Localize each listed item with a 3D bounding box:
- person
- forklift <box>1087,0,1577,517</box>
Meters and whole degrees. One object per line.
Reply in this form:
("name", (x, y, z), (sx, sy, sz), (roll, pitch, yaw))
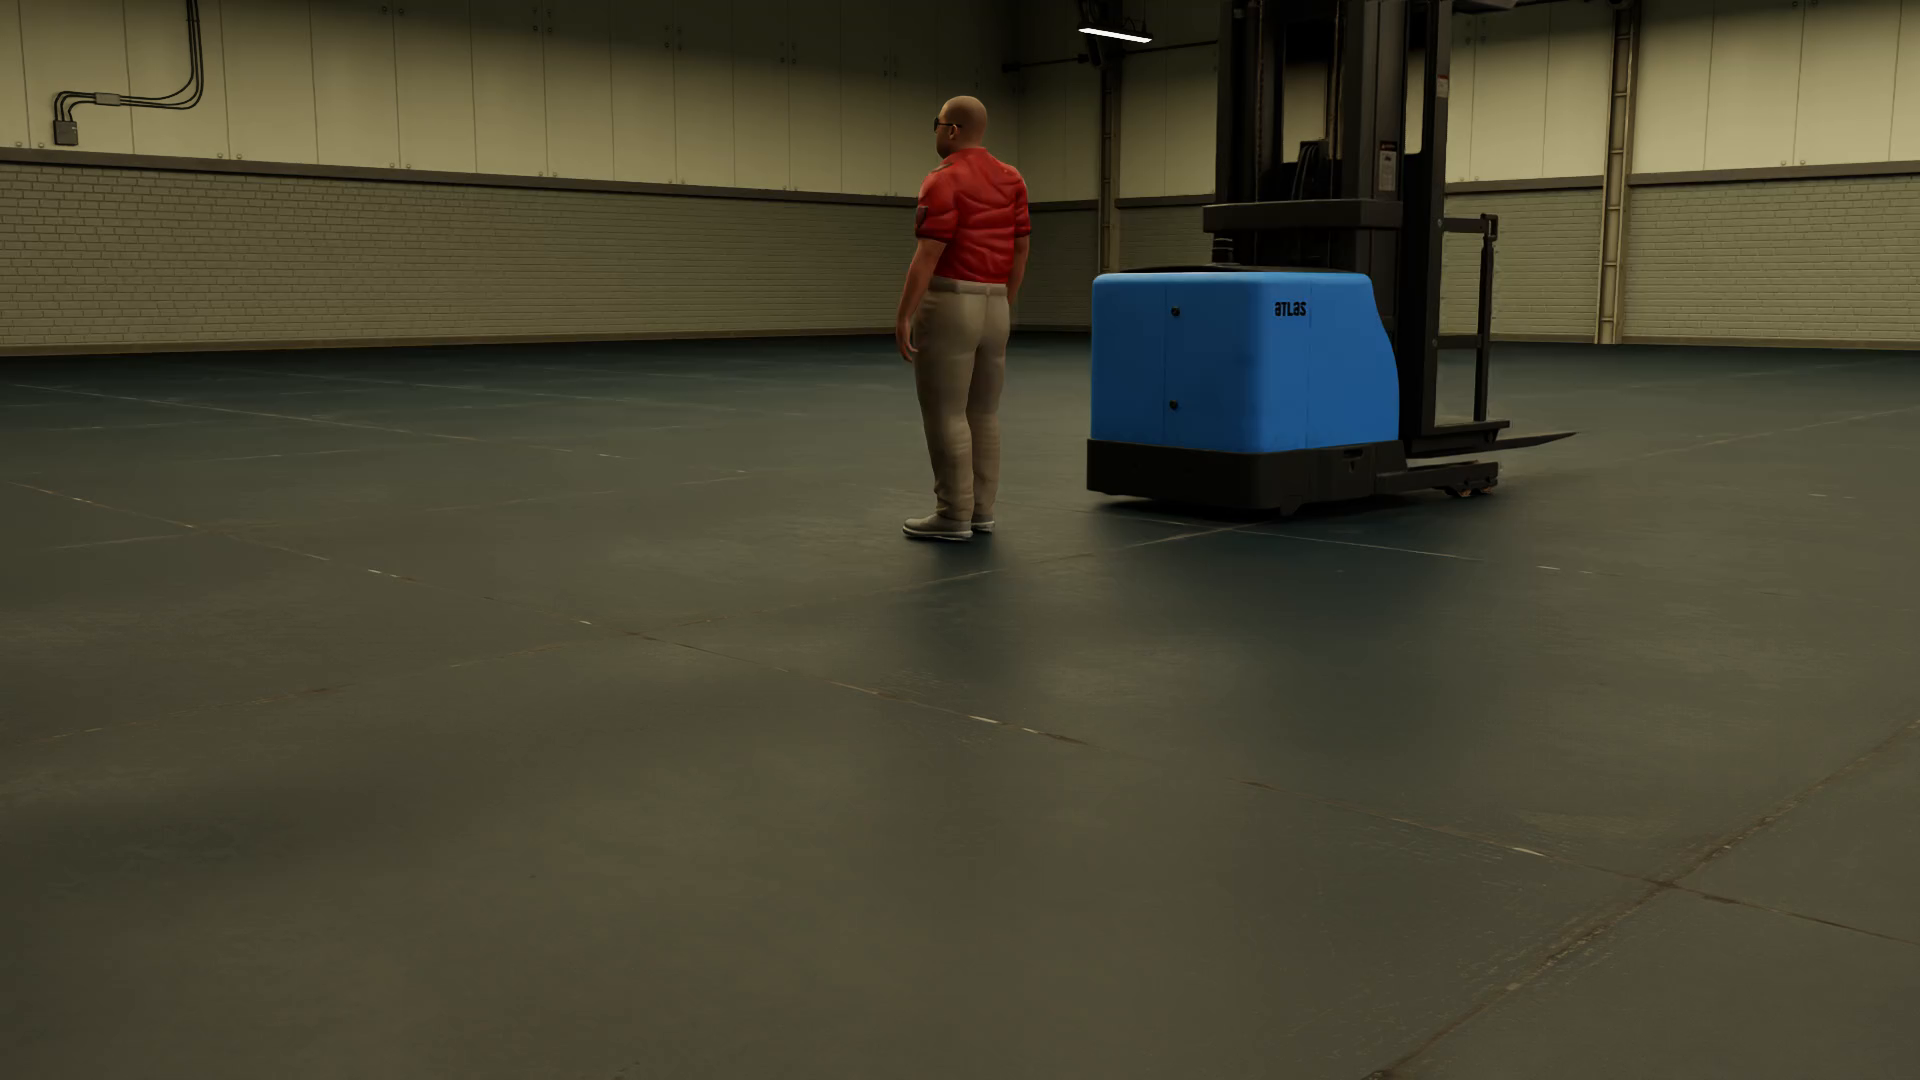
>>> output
("person", (-0.057, -0.873, 6.657), (0.550, 1.727, 0.641), (8, 12, 43))
("forklift", (2.035, -1.708, 8.217), (3.031, 2.935, 1.130), (-7, 11, -41))
